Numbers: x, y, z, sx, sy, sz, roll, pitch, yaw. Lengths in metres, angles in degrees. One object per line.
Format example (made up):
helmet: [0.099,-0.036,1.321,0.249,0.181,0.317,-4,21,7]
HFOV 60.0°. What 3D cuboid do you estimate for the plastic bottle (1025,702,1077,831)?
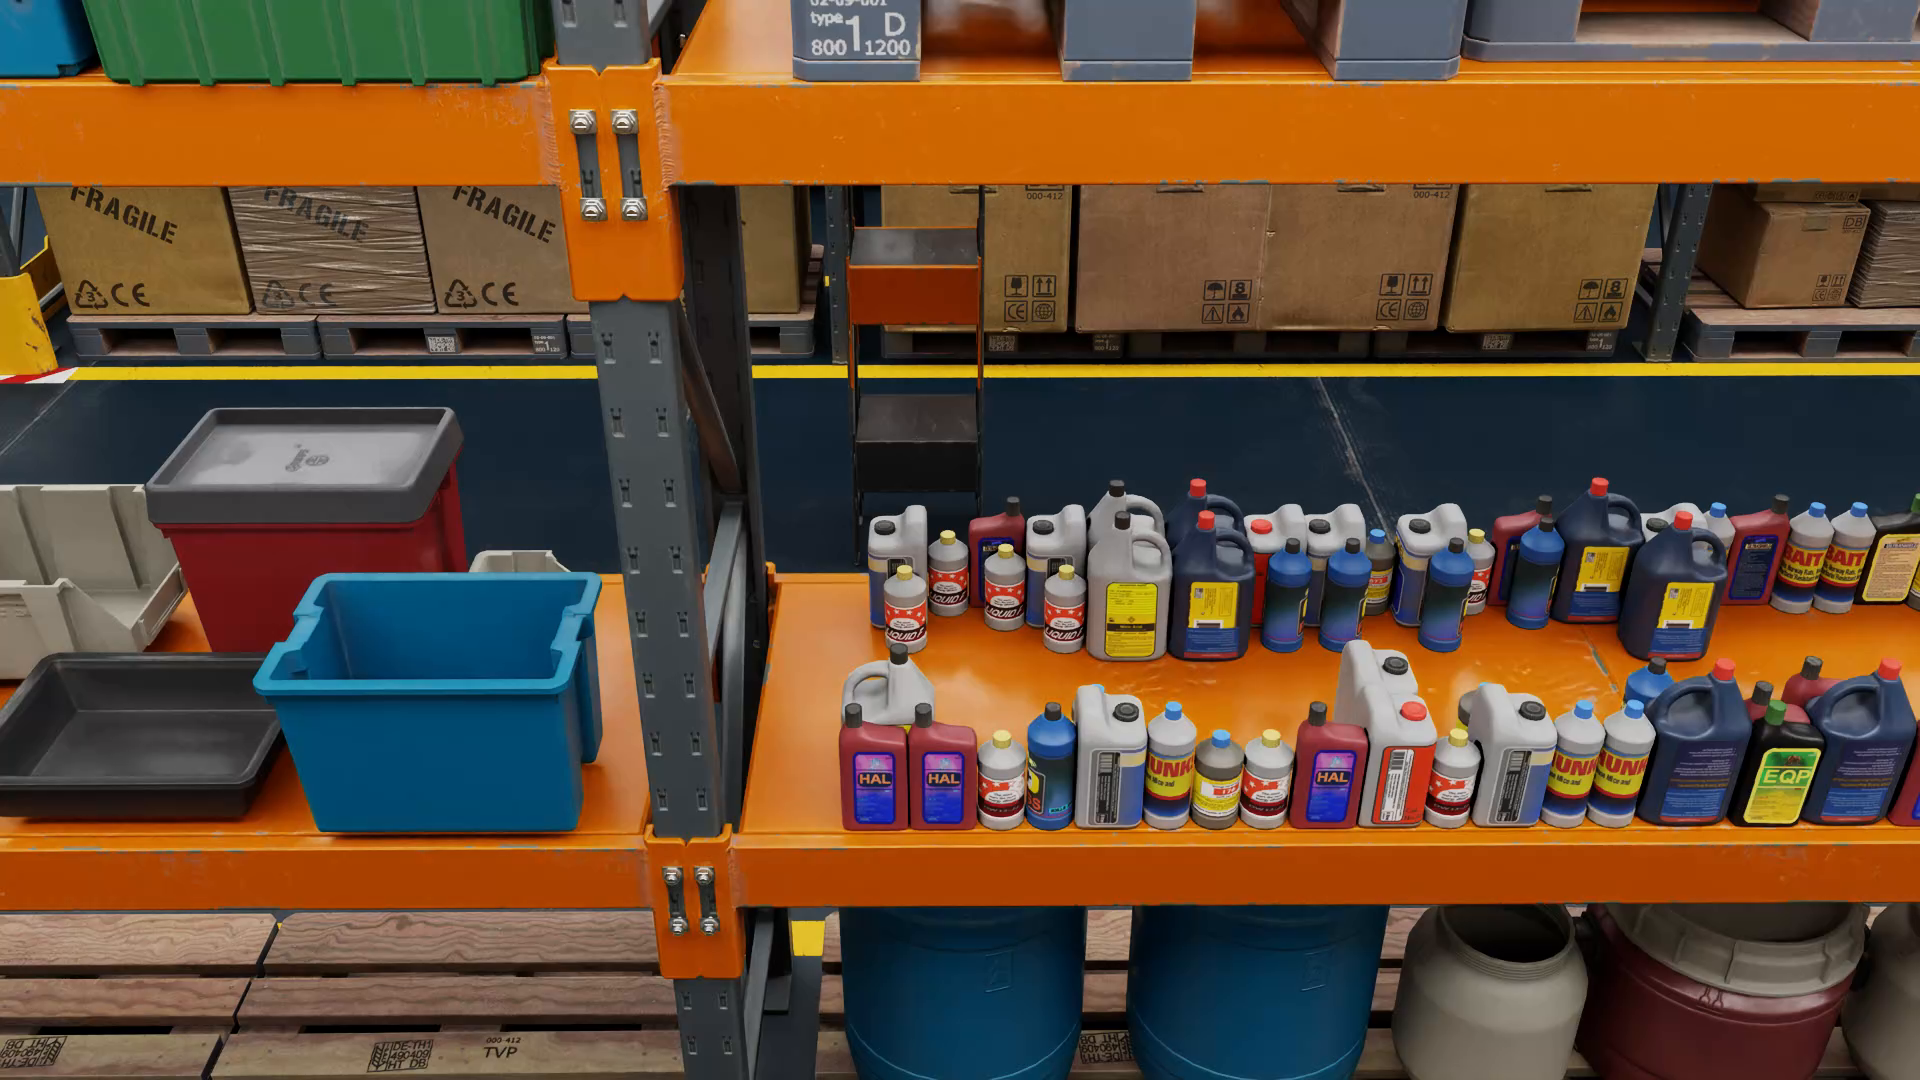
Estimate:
plastic bottle: [0.179,0.436,3.264,0.097,0.271,0.097,0,31,0]

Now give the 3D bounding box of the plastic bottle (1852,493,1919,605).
plastic bottle: [2.201,0.021,3.936,0.133,0.283,0.061,0,31,0]

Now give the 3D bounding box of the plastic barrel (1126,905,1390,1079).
plastic barrel: [0.716,0.894,4.004,0.708,0.901,0.600,0,31,0]

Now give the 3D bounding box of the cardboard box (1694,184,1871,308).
cardboard box: [4.104,-1.542,8.386,0.500,0.500,0.700,-2,31,-3]

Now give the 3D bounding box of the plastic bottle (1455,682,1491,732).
plastic bottle: [1.067,0.384,3.417,0.097,0.201,0.097,0,31,0]

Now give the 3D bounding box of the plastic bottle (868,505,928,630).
plastic bottle: [-0.144,0.055,3.887,0.135,0.276,0.152,0,31,0]

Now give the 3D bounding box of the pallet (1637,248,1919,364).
pallet: [4.215,-1.220,8.557,1.213,0.211,1.003,0,31,0]

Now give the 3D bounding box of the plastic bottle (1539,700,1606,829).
plastic bottle: [1.203,0.433,3.269,0.097,0.271,0.097,0,31,0]

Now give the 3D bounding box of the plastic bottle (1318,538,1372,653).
plastic bottle: [0.879,0.119,3.787,0.097,0.271,0.097,0,31,0]

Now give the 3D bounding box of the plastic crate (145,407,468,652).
plastic crate: [-1.431,-0.009,3.754,0.583,0.464,0.402,0,31,0]

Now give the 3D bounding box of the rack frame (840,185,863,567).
rack frame: [-0.410,-0.896,6.203,0.015,2.100,0.400,0,31,0]

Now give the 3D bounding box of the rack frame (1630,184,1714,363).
rack frame: [3.434,-2.411,7.831,0.127,3.000,1.000,0,31,0]

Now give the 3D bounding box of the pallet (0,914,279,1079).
pallet: [-2.494,1.391,4.254,1.213,0.211,1.003,0,31,0]

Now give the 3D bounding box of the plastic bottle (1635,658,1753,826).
plastic bottle: [1.441,0.386,3.270,0.185,0.351,0.144,0,31,0]

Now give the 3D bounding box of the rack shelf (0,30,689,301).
rack shelf: [-2.536,-0.798,2.974,4.000,0.370,1.077,0,31,0]

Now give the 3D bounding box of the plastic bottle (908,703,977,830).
plastic bottle: [-0.034,0.441,3.244,0.133,0.283,0.061,0,31,0]

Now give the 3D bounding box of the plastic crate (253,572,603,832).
plastic crate: [-1.001,0.331,3.271,0.575,0.384,0.392,0,31,0]

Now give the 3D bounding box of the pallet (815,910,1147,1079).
pallet: [0.236,1.382,4.268,1.213,0.211,1.003,0,31,0]

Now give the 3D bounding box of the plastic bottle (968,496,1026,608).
plastic bottle: [0.087,0.028,3.925,0.133,0.283,0.061,0,31,0]

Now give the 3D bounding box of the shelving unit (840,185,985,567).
shelving unit: [-0.166,-0.897,6.205,0.503,2.100,0.431,0,31,0]

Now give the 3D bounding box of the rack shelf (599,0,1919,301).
rack shelf: [1.464,-0.810,2.995,4.000,0.370,1.077,0,31,0]

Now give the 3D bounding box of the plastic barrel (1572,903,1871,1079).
plastic barrel: [1.845,1.024,4.091,0.708,0.588,0.600,0,31,0]

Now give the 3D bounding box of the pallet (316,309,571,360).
pallet: [-2.550,-1.239,8.588,1.213,0.211,1.003,0,31,0]

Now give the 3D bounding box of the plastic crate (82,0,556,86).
plastic crate: [-0.958,-0.863,2.593,0.662,0.188,0.450,0,31,0]

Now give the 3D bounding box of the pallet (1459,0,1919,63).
pallet: [1.381,-1.089,2.943,1.213,0.211,1.003,0,31,0]

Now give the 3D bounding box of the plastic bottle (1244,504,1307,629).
plastic bottle: [0.726,0.053,3.891,0.135,0.276,0.152,0,31,0]

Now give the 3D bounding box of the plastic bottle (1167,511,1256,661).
plastic bottle: [0.567,0.094,3.751,0.185,0.351,0.144,0,31,0]

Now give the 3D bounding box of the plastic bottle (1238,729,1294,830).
plastic bottle: [0.606,0.464,3.285,0.097,0.201,0.097,0,31,0]

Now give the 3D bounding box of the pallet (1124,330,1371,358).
pallet: [1.428,-1.253,8.611,1.213,0.211,1.003,0,31,0]

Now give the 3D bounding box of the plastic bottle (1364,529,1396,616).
plastic bottle: [0.976,0.069,3.935,0.097,0.201,0.097,0,31,0]

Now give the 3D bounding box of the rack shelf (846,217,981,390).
rack shelf: [-0.166,-0.886,6.212,0.480,0.518,0.431,0,31,0]

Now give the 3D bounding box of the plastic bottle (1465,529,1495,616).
plastic bottle: [1.208,0.069,3.937,0.097,0.201,0.097,0,31,0]

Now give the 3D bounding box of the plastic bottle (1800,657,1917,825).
plastic bottle: [1.759,0.385,3.272,0.185,0.351,0.144,0,31,0]

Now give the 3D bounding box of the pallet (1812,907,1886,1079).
pallet: [2.676,1.375,4.281,1.213,0.211,1.003,0,31,0]

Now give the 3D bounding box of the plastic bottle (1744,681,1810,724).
plastic bottle: [1.600,0.404,3.305,0.133,0.283,0.061,0,31,0]

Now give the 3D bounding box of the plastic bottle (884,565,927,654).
plastic bottle: [-0.125,0.152,3.800,0.097,0.201,0.097,0,31,0]

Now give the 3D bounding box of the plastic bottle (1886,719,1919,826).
plastic bottle: [1.919,0.435,3.254,0.133,0.283,0.061,0,31,0]

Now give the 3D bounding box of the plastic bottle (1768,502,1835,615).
plastic bottle: [1.989,0.036,3.922,0.097,0.271,0.097,0,31,0]

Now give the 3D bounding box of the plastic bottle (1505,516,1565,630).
plastic bottle: [1.342,0.070,3.867,0.097,0.271,0.097,0,31,0]

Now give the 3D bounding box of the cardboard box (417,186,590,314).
cardboard box: [-2.127,-1.706,8.313,0.875,0.875,0.875,0,31,0]

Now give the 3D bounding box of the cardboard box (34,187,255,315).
cardboard box: [-3.927,-1.700,8.304,0.875,0.875,0.875,0,31,0]

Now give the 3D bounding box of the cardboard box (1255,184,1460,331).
cardboard box: [1.852,-1.692,8.290,0.875,0.875,1.225,0,31,0]

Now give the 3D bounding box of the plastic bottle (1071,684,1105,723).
plastic bottle: [0.275,0.386,3.413,0.097,0.201,0.097,0,31,0]

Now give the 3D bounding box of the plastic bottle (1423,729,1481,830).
plastic bottle: [0.971,0.463,3.286,0.097,0.201,0.097,0,31,0]

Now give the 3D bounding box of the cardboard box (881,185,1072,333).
cardboard box: [0.074,-1.682,8.273,0.875,0.875,1.225,0,31,0]

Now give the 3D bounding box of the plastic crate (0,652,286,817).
plastic crate: [-1.654,0.406,3.397,0.590,0.125,0.437,0,31,0]

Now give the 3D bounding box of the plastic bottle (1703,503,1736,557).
plastic bottle: [1.758,0.037,3.921,0.097,0.271,0.097,0,31,0]

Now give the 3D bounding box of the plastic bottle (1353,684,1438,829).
plastic bottle: [0.855,0.417,3.290,0.135,0.276,0.152,0,31,0]

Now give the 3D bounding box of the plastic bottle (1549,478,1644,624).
plastic bottle: [1.482,0.016,3.879,0.185,0.351,0.144,0,31,0]

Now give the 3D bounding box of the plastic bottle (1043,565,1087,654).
plastic bottle: [0.241,0.151,3.802,0.097,0.201,0.097,0,31,0]

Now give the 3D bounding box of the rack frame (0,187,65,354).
rack frame: [-4.566,-2.386,7.790,0.127,3.000,1.000,0,31,0]

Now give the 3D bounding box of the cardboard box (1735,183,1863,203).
cardboard box: [4.104,-1.868,8.200,0.500,0.250,0.500,1,31,2]

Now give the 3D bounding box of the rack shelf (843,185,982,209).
rack shelf: [-0.166,-1.484,5.848,0.480,0.518,0.431,0,31,0]

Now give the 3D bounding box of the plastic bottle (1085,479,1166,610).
plastic bottle: [0.381,0.020,3.874,0.185,0.351,0.144,0,31,0]

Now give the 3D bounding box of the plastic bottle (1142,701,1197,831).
plastic bottle: [0.411,0.435,3.265,0.097,0.271,0.097,0,31,0]
